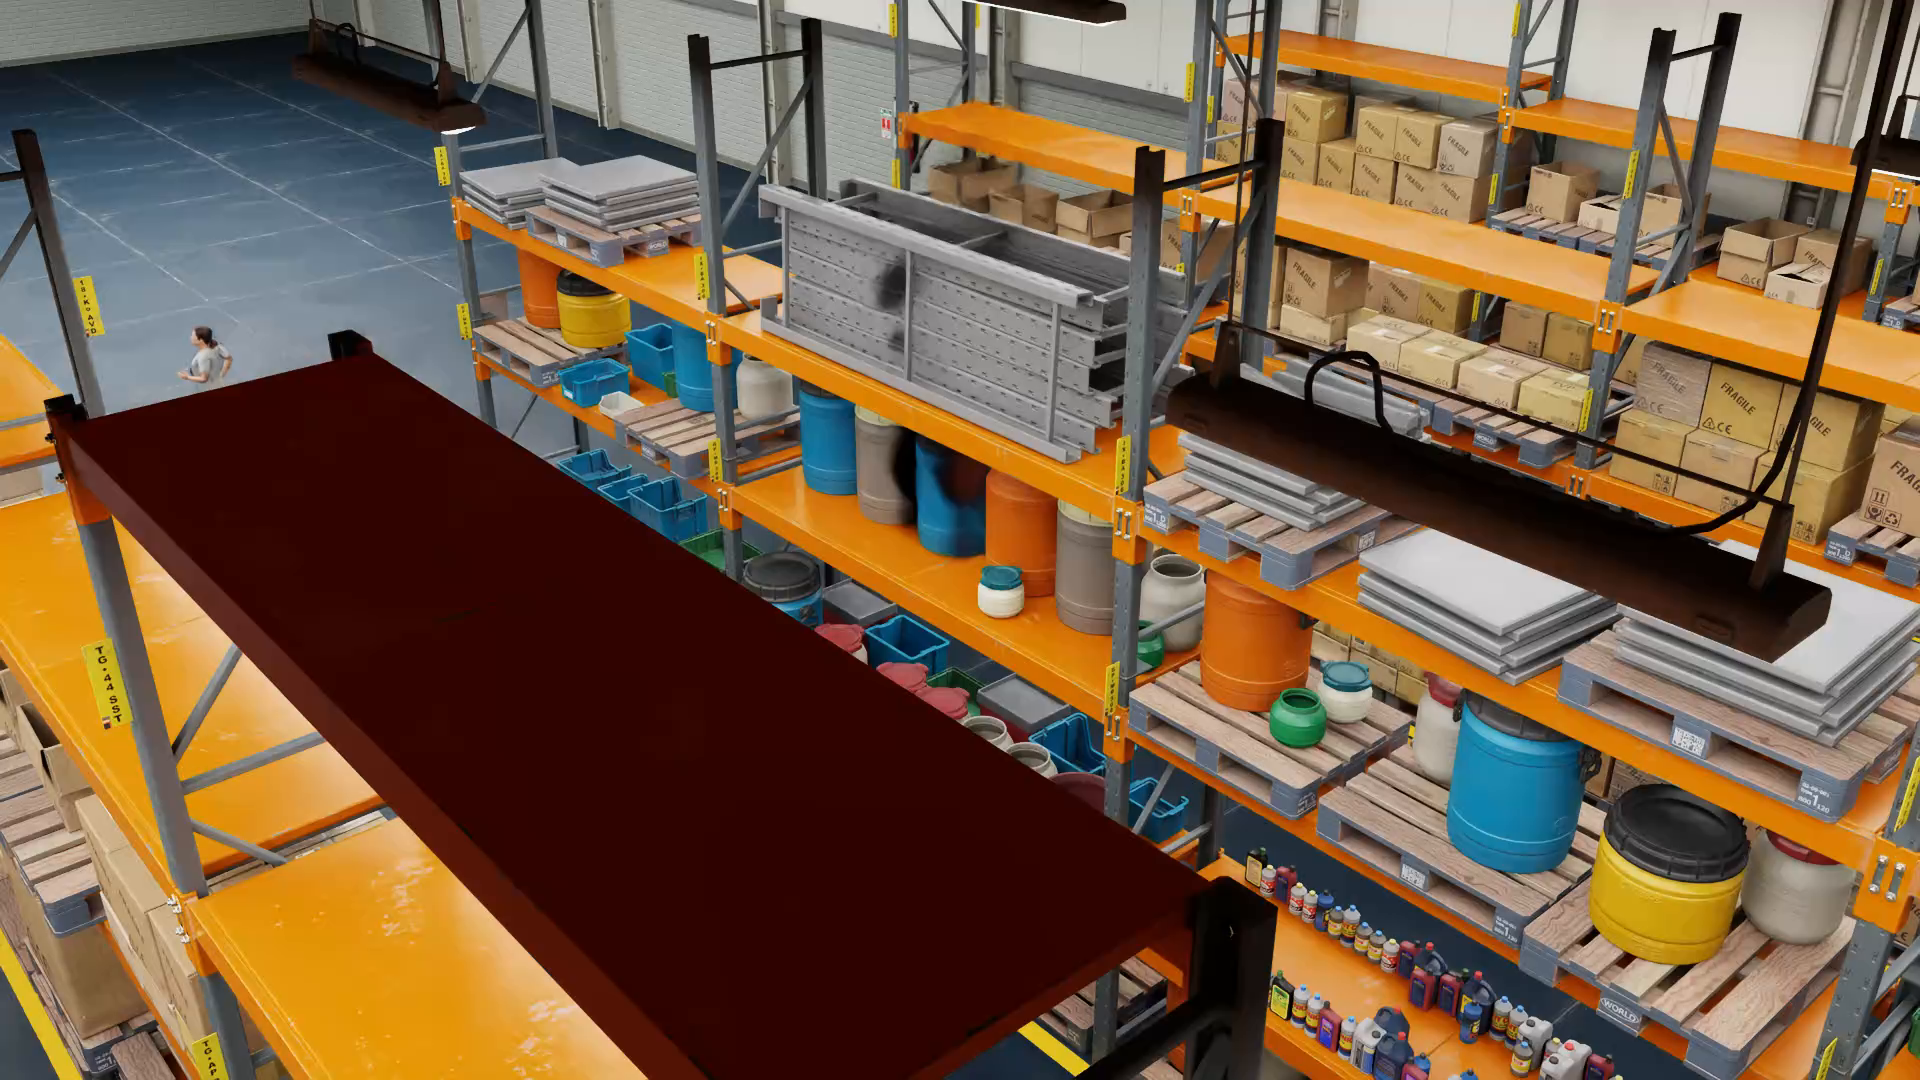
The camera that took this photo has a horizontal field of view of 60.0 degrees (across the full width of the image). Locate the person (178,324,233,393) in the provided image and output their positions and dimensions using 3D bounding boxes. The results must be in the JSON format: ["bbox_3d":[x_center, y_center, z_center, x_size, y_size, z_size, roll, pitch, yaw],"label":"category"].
[{"bbox_3d":[-8.471,-1.639,18.911,0.889,1.684,0.553,-7,28,-14],"label":"person"}]
